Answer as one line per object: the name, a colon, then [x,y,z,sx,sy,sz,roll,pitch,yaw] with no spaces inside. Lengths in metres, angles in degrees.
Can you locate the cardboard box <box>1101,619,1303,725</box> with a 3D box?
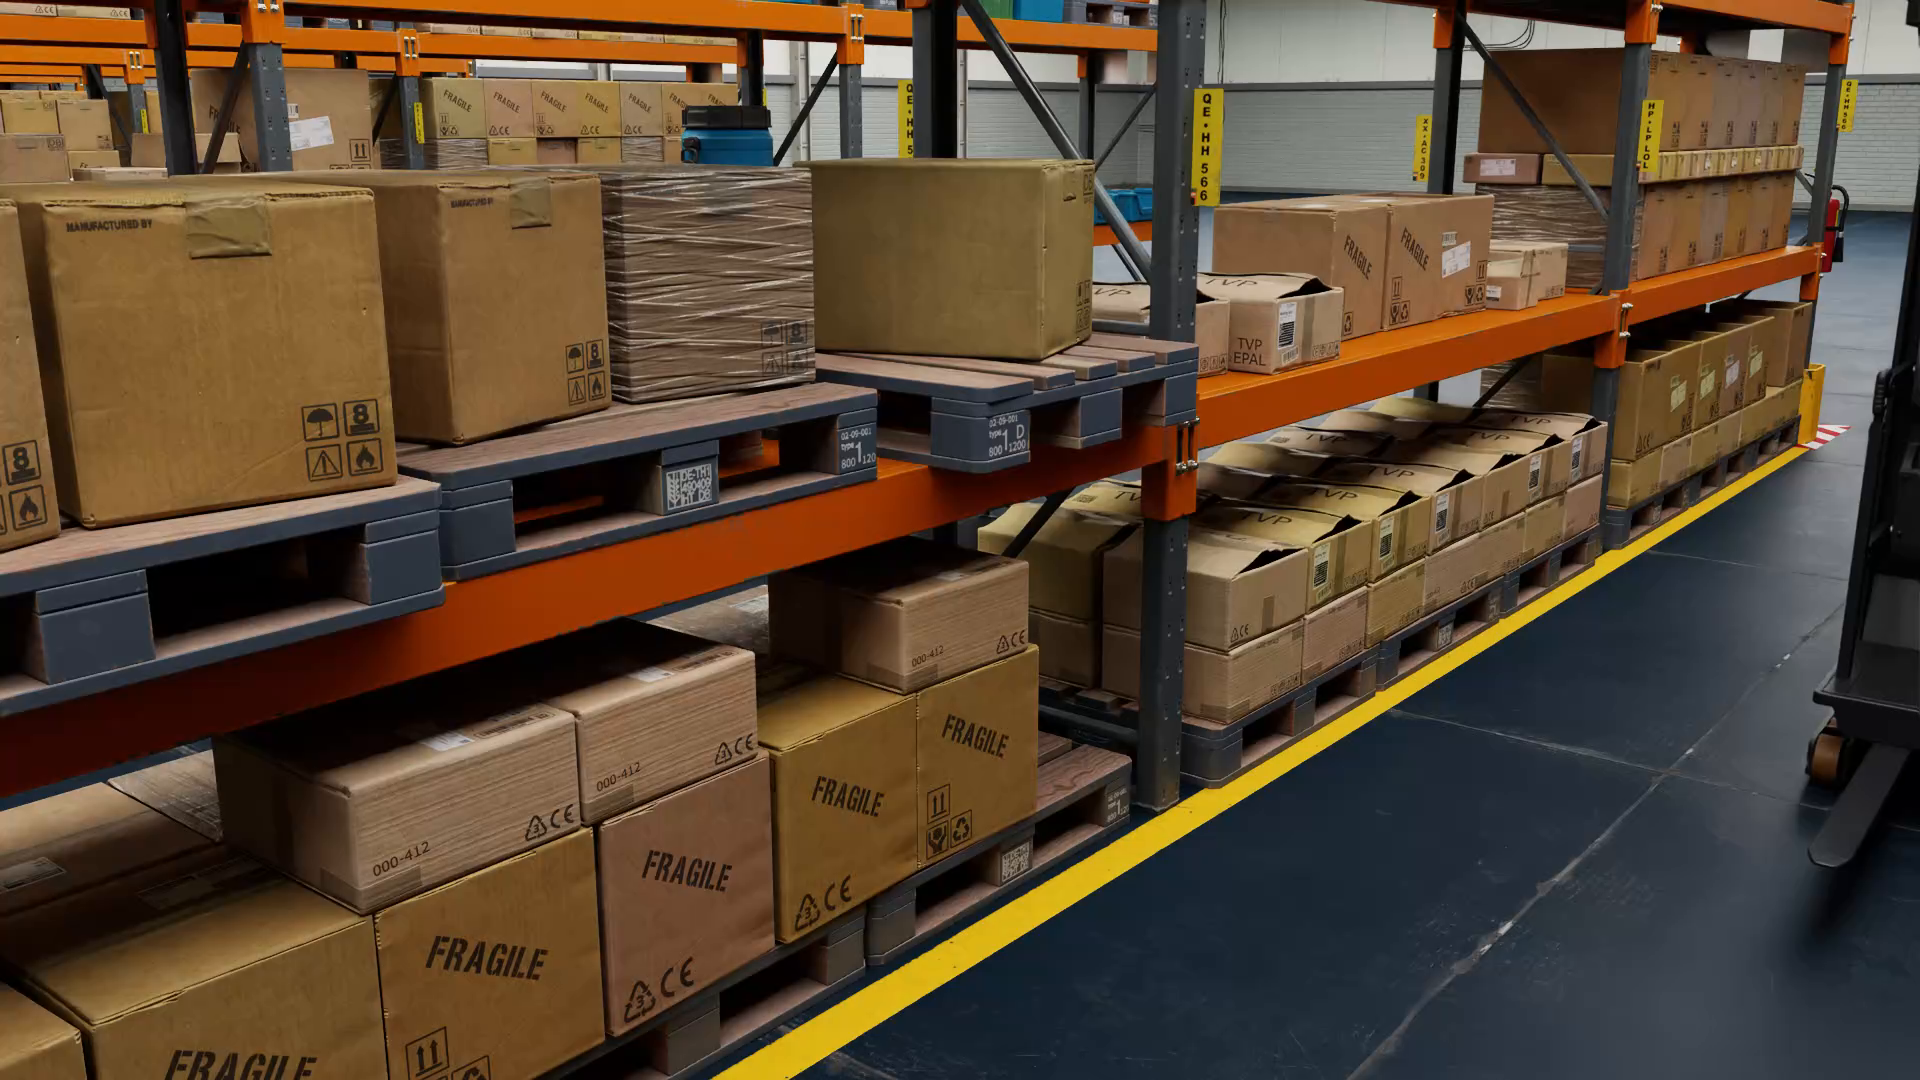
cardboard box: [0.831,0.396,5.703,0.500,0.250,0.500,11,18,37]

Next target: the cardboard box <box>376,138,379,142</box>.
cardboard box: [-7.190,-4.856,19.148,0.875,0.550,0.550,11,18,38]

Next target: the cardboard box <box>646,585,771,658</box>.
cardboard box: [-0.559,0.464,4.887,0.500,0.500,0.500,10,18,36]

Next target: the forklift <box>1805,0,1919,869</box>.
forklift: [3.425,-0.605,5.050,1.130,2.935,3.031,11,18,36]

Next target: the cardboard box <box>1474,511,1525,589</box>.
cardboard box: [2.112,0.004,7.247,0.500,0.250,0.500,12,18,39]

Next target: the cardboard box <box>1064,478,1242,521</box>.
cardboard box: [0.733,-0.060,6.359,0.500,0.311,0.500,11,18,37]

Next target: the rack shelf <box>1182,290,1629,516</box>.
rack shelf: [1.531,-0.713,6.797,1.077,0.370,4.000,11,18,38]

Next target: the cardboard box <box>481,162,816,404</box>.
cardboard box: [-0.758,-0.647,4.020,0.500,0.500,0.700,-12,18,-39]

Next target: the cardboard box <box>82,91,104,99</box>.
cardboard box: [-11.246,-5.540,21.500,0.700,0.500,0.500,11,18,37]

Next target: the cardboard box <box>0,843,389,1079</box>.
cardboard box: [-1.420,0.927,3.064,0.500,0.500,0.500,12,18,38]

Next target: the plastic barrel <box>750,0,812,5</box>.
plastic barrel: [-1.213,-3.777,10.289,0.600,0.901,0.708,11,18,38]

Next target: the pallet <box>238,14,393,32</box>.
pallet: [-5.386,-4.239,13.507,1.213,0.211,1.003,11,18,38]

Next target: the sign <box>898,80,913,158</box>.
sign: [-0.160,-1.325,5.393,0.100,0.325,0.005,11,18,38]

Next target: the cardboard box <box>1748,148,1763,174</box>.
cardboard box: [4.561,-2.273,9.957,0.380,0.149,0.250,12,19,39]

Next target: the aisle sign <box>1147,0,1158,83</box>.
aisle sign: [1.728,-4.205,13.805,0.394,0.787,0.004,11,18,38]

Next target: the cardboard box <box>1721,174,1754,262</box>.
cardboard box: [4.356,-1.976,10.105,0.700,0.500,0.500,11,18,38]

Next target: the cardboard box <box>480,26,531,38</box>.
cardboard box: [-4.104,-4.508,14.488,0.500,0.250,0.500,11,18,37]

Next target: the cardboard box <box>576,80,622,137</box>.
cardboard box: [-3.501,-3.991,15.404,0.500,0.500,0.500,11,18,38]

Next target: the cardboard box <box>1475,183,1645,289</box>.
cardboard box: [3.062,-1.579,8.542,0.700,0.500,0.500,11,18,36]

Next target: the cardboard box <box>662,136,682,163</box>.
cardboard box: [-2.989,-3.721,16.372,0.875,0.500,0.500,11,18,38]

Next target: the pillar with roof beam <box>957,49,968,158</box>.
pillar with roof beam: [3.322,-12.889,41.082,9.100,9.000,0.400,11,18,38]

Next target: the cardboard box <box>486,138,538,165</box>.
cardboard box: [-4.242,-3.337,14.861,0.875,0.500,0.500,11,18,38]

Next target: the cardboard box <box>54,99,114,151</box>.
cardboard box: [-9.017,-4.202,16.838,0.700,0.500,0.500,11,18,37]

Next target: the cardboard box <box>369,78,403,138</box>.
cardboard box: [-4.846,-3.784,14.588,0.500,0.500,0.500,11,18,38]

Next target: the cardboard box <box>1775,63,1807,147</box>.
cardboard box: [4.965,-2.790,10.675,0.700,0.500,0.500,11,18,38]

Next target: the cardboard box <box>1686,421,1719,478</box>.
cardboard box: [3.952,-0.547,9.415,0.500,0.250,0.500,11,18,38]

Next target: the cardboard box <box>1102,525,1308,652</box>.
cardboard box: [0.831,0.124,5.634,0.500,0.311,0.500,12,19,39]

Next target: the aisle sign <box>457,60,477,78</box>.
aisle sign: [-5.917,-5.758,19.917,0.394,0.787,0.004,11,18,38]

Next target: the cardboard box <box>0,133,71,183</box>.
cardboard box: [-6.848,-2.696,12.087,0.500,0.500,0.700,-13,19,-41]

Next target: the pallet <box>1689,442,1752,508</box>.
pallet: [4.087,-0.473,10.057,1.003,0.211,1.213,11,18,38]

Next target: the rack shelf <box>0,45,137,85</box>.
rack shelf: [-9.966,-4.487,15.562,1.077,0.370,4.000,11,18,38]

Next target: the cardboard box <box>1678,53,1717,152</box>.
cardboard box: [3.694,-2.400,9.141,0.700,0.500,0.500,11,18,38]

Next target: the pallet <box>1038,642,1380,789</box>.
pallet: [0.822,0.522,6.141,1.003,0.211,1.213,11,18,38]

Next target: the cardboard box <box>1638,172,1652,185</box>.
cardboard box: [3.265,-1.877,8.398,0.380,0.149,0.250,12,18,38]

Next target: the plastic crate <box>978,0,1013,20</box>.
plastic crate: [0.141,-3.823,11.916,0.336,0.188,0.450,11,18,38]

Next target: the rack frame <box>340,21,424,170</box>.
rack frame: [-4.915,-2.978,14.253,1.000,3.000,0.127,11,18,38]

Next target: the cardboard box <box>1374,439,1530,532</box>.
cardboard box: [2.119,-0.269,7.183,0.500,0.311,0.500,11,18,37]

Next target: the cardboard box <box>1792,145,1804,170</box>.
cardboard box: [5.210,-2.470,10.735,0.380,0.149,0.250,11,18,37]

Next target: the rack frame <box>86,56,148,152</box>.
rack frame: [-8.709,-3.765,17.351,1.000,3.000,0.127,11,18,38]

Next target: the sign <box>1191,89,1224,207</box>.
sign: [0.702,-1.119,4.744,0.100,0.325,0.005,11,18,38]

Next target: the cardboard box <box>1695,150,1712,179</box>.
cardboard box: [3.914,-2.076,9.182,0.380,0.149,0.250,11,18,36]

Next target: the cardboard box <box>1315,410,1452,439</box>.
cardboard box: [2.016,-0.451,7.900,0.500,0.311,0.500,11,18,37]

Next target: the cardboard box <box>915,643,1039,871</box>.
cardboard box: [-0.131,0.536,4.606,0.500,0.500,0.500,12,19,40]

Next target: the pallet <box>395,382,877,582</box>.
pallet: [-0.945,-0.212,3.755,1.003,0.211,1.213,11,18,38]

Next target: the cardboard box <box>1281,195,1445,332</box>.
cardboard box: [1.647,-1.151,6.860,0.500,0.500,0.500,11,18,38]

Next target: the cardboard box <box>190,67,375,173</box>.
cardboard box: [-5.523,-3.342,13.614,1.000,1.000,1.000,11,18,38]

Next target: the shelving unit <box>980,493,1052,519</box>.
shelving unit: [-0.004,-0.544,8.479,0.538,1.125,1.048,11,18,38]

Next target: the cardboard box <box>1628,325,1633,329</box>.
cardboard box: [3.544,-0.991,9.642,0.500,0.500,0.500,11,18,38]

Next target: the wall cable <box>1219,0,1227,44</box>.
wall cable: [8.729,-15.588,47.755,3.097,2.526,0.112,11,18,38]

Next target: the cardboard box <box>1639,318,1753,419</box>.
cardboard box: [4.264,-1.007,9.701,0.500,0.500,0.500,11,18,38]

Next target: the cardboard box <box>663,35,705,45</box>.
cardboard box: [-2.818,-4.897,16.021,0.500,0.250,0.500,11,18,38]

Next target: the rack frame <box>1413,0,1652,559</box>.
rack frame: [2.788,-1.444,8.216,1.000,3.000,0.127,11,18,38]

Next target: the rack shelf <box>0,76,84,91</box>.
rack shelf: [-15.229,-6.767,24.538,1.077,0.370,4.000,11,18,38]

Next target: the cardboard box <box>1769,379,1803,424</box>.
cardboard box: [5.195,-0.933,10.934,0.500,0.250,0.500,11,18,38]

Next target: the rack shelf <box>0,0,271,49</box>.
rack shelf: [-4.834,-2.168,6.432,1.077,0.370,4.000,11,18,38]
